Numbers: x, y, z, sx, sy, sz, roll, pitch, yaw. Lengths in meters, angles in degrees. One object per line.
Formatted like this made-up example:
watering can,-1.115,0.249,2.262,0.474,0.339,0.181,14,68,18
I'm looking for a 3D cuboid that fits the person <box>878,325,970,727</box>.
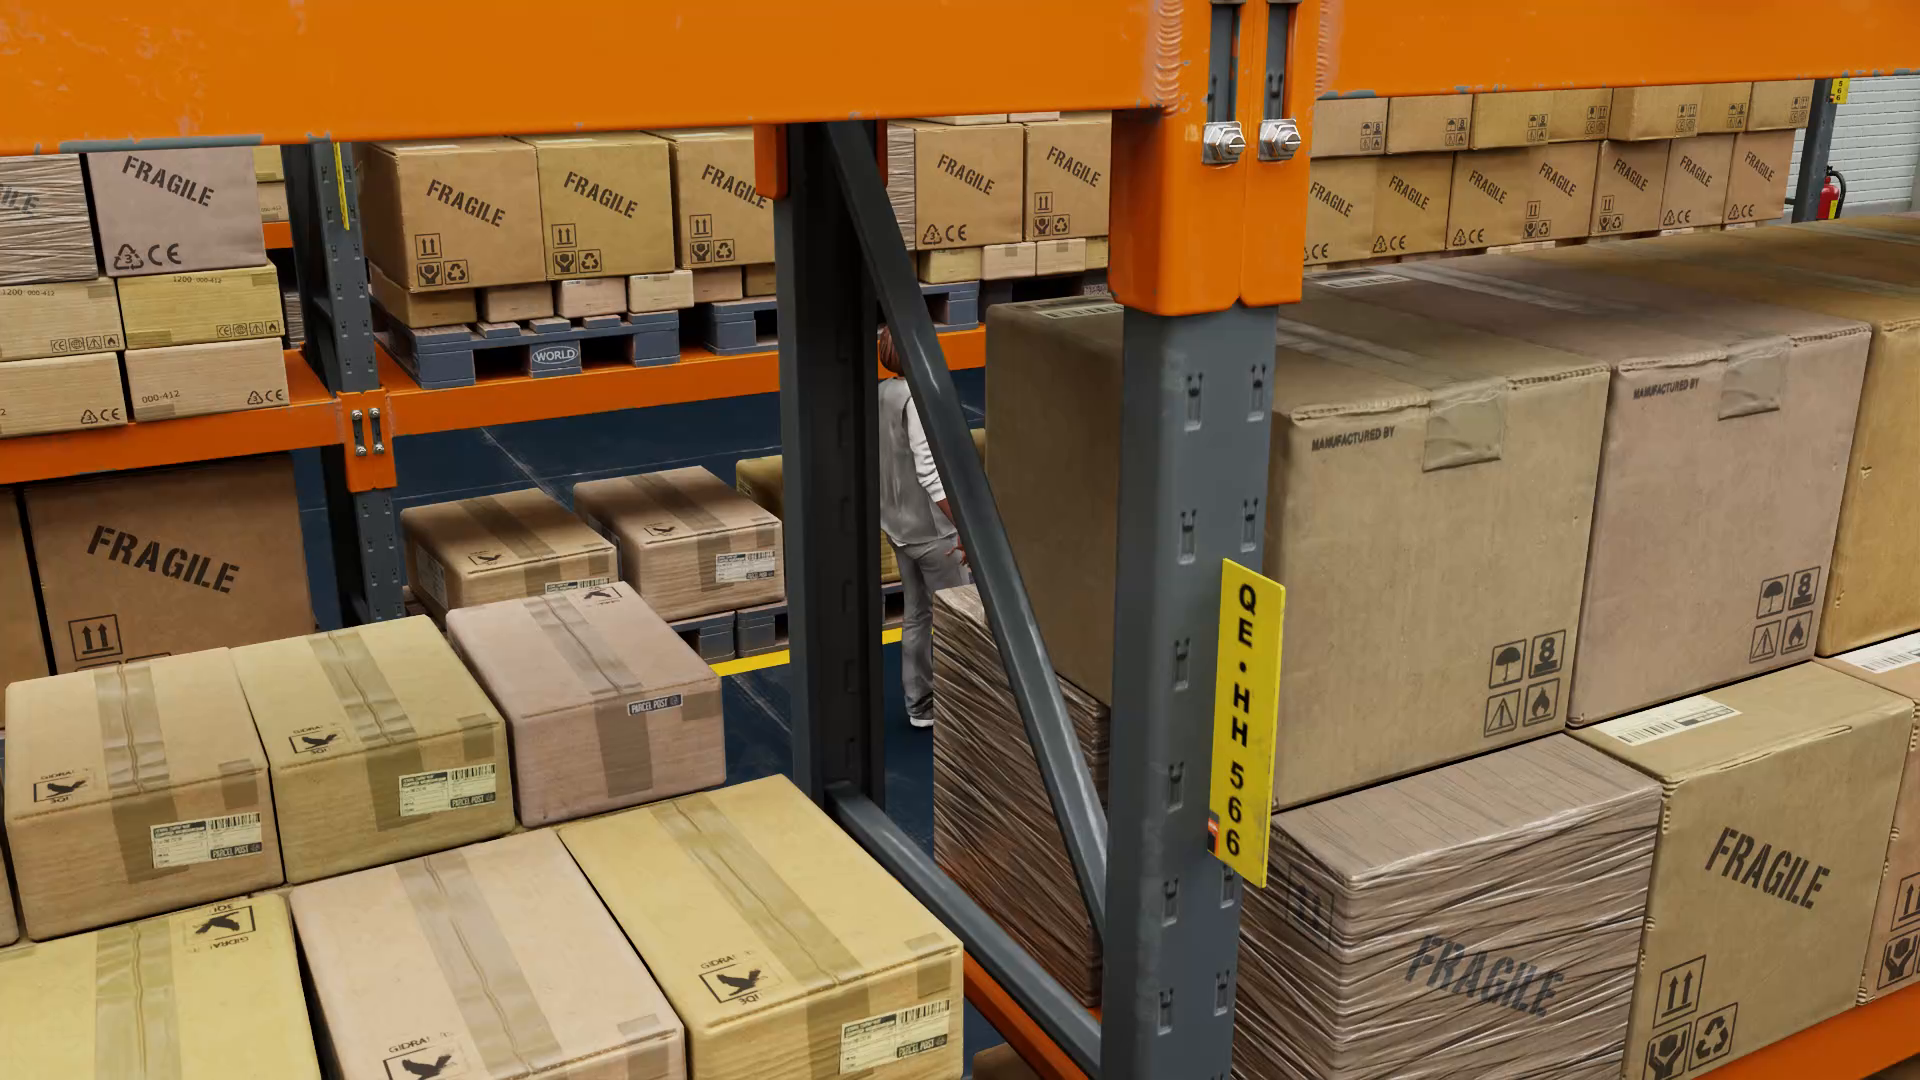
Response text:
person,-0.066,-0.048,6.192,0.475,1.597,0.521,-10,21,-27
